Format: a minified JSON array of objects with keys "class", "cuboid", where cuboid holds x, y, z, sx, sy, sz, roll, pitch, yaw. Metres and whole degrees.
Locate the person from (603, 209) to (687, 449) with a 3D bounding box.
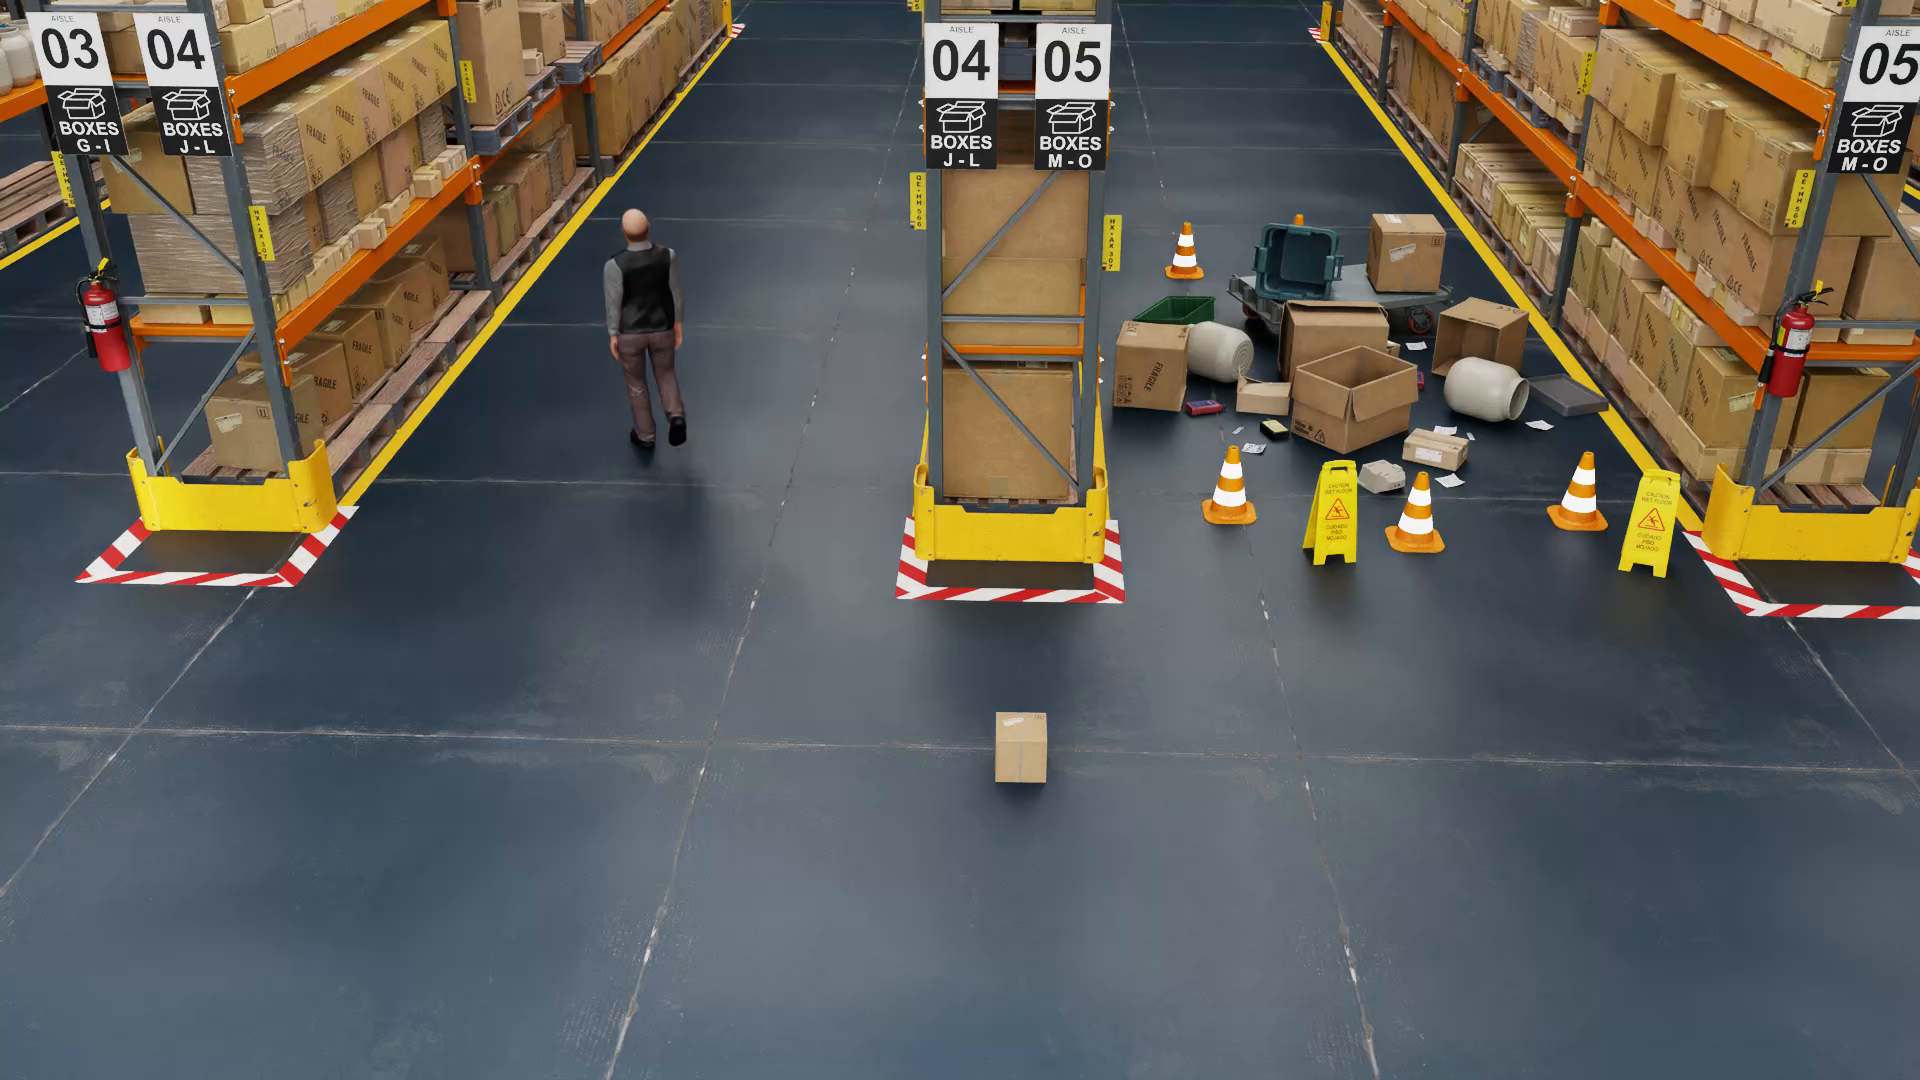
[{"class":"person","cuboid":[-2.121,-1.410,11.283,0.540,1.710,0.591,-14,31,-24]}]
